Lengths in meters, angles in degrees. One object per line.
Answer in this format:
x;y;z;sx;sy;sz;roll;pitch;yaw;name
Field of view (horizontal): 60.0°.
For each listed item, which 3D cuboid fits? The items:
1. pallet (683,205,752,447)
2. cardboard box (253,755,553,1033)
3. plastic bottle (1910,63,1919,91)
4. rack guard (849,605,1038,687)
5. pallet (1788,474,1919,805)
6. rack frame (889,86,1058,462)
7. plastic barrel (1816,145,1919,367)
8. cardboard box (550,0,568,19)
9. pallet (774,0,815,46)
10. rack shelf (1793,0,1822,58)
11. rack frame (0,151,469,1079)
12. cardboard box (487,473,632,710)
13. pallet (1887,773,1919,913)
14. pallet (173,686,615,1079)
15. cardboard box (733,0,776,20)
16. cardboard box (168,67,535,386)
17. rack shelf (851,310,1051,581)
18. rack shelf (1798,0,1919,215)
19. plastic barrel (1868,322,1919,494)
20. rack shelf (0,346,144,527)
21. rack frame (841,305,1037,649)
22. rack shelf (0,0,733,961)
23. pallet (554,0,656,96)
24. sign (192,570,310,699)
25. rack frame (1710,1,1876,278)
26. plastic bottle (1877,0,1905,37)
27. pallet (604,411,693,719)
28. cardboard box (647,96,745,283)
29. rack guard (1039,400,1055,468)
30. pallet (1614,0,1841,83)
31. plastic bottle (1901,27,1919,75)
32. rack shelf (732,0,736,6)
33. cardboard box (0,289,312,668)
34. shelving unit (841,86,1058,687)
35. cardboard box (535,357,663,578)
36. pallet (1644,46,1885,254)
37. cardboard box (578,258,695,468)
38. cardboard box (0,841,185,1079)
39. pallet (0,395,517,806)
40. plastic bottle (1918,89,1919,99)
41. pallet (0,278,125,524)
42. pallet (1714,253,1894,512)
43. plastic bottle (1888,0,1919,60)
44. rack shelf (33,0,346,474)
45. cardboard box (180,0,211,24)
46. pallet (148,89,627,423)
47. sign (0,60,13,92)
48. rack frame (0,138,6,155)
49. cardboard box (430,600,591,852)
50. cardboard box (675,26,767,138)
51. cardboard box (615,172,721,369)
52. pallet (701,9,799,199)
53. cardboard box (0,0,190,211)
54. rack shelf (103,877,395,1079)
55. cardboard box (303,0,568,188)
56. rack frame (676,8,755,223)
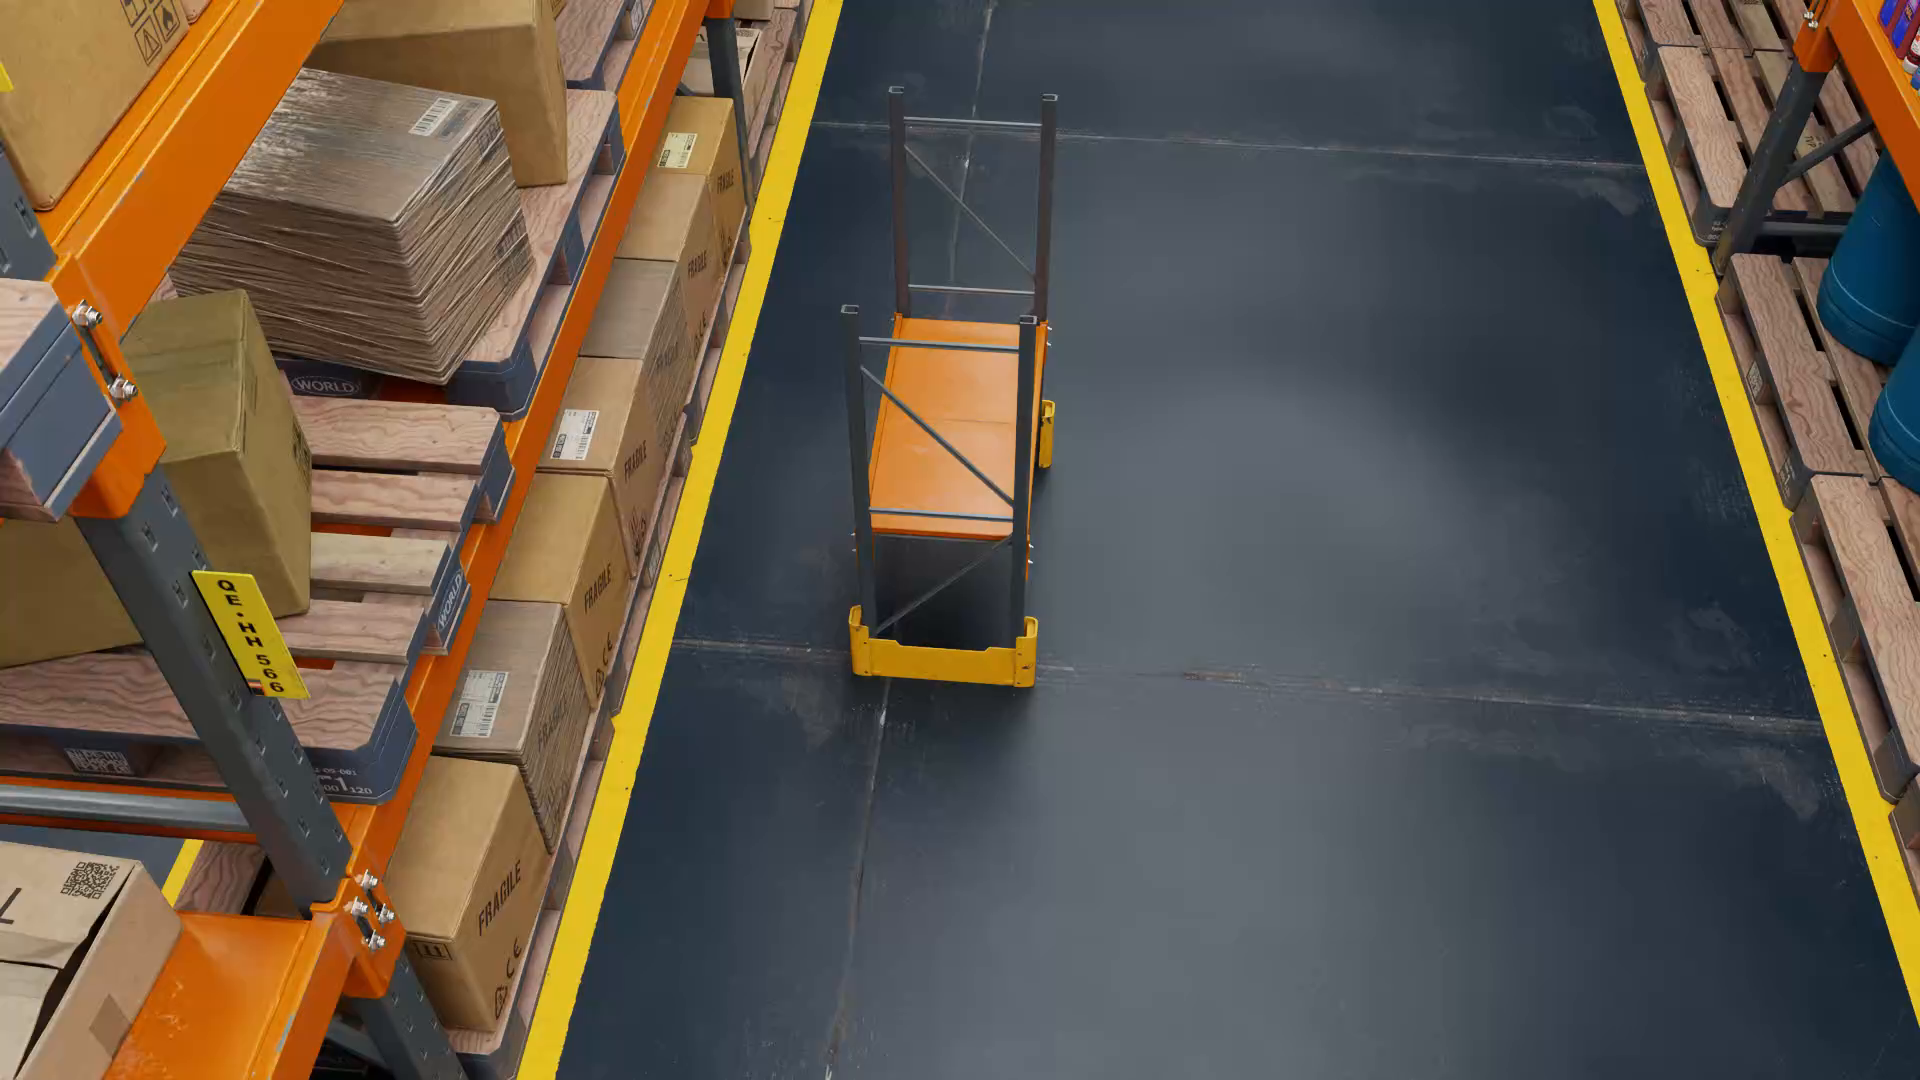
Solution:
-1.408;-0.879;6.411;1.003;0.211;1.213;4;48;4;pallet
-1.410;0.899;4.291;0.500;0.500;0.500;6;48;5;cardboard box
3.090;-1.544;5.217;0.097;0.271;0.097;0;48;0;plastic bottle
-0.052;0.338;5.272;0.587;0.250;0.087;4;48;4;rack guard
3.341;0.320;5.314;1.003;0.211;1.213;4;48;4;pallet
0.039;-0.817;5.481;0.500;1.500;0.032;4;48;4;rack frame
3.495;-1.119;5.878;0.600;0.901;0.708;4;48;4;plastic barrel
-1.637;-1.753;4.968;0.700;0.500;0.500;11;48;10;cardboard box
-1.199;-2.882;8.243;1.003;0.211;1.213;4;48;4;pallet
3.744;-3.311;7.233;1.077;0.370;4.000;4;48;4;rack shelf
-1.736;0.519;3.242;1.000;3.000;0.127;4;48;4;rack frame
-1.317;0.146;4.980;0.500;0.500;0.500;3;48;3;cardboard box
3.227;1.214;4.496;1.003;0.211;1.213;4;48;4;pallet
-1.630;0.914;4.771;1.003;0.211;1.213;4;48;4;pallet
-1.049;-2.542;7.665;0.380;0.166;0.250;4;48;4;cardboard box
-1.517;-0.786;4.084;0.700;0.500;0.500;12;49;11;cardboard box
-0.008;-0.322;5.272;0.538;0.185;1.000;4;48;4;rack shelf
3.379;-0.372;4.545;1.077;0.370;4.000;4;48;4;rack shelf
3.430;-0.599;5.402;0.600;0.901;0.708;4;48;4;plastic barrel
-1.918;1.219;1.057;1.077;0.370;4.000;4;48;4;rack shelf
-0.054;-0.070;4.798;0.500;1.500;0.032;4;48;4;rack frame
-1.553;-0.708;4.852;1.077;0.370;4.000;4;48;4;rack shelf
-1.553;-1.775;5.471;1.003;0.211;1.213;4;48;4;pallet
-1.183;0.163;2.783;0.100;0.325;0.005;4;48;4;sign
3.561;-2.084;5.623;1.000;3.000;0.127;4;48;4;rack frame
3.103;-1.804;5.446;0.061;0.283;0.133;4;48;4;plastic bottle
-1.516;0.020;5.588;1.003;0.211;1.213;4;48;4;pallet
-1.131;-1.343;6.341;0.500;0.500;0.500;4;48;3;cardboard box
0.038;-0.394;5.941;0.587;0.250;0.087;4;48;4;rack guard
3.698;-2.585;7.971;1.003;0.211;1.213;4;48;4;pallet
3.099;-1.592;5.308;0.097;0.201;0.097;0;48;0;plastic bottle
-1.189;-3.647;7.540;1.077;0.370;4.000;4;48;4;rack shelf
-1.790;-0.127;3.481;0.700;0.500;0.500;-11;48;-10;cardboard box
-0.007;-0.450;5.145;0.587;1.500;1.083;4;48;4;shelving unit
-1.274;-0.238;5.331;0.500;0.500;0.500;2;48;2;cardboard box
3.590;-1.686;7.149;1.003;0.211;1.213;4;48;4;pallet
-1.230;-0.612;5.673;0.500;0.500;0.500;4;48;4;cardboard box
-1.812;0.814;3.033;0.500;0.311;0.500;7;48;6;cardboard box
-1.744;0.081;3.773;1.213;0.211;1.003;4;48;4;pallet
3.106;-1.459;5.136;0.152;0.276;0.135;4;48;4;plastic bottle
-1.708;0.075;1.743;1.213;0.211;1.003;6;48;5;pallet
3.449;-0.579;6.136;1.003;0.211;1.213;4;48;4;pallet
3.091;-1.706;5.357;0.061;0.283;0.133;4;48;4;plastic bottle
-1.553;-1.720;3.745;1.077;0.370;4.000;4;48;4;rack shelf
-1.683;-1.224;2.737;0.910;0.500;0.500;4;48;4;cardboard box
-1.563;-0.845;4.620;1.003;0.211;1.213;4;48;4;pallet
-1.184;-0.651;1.876;0.100;0.325;0.005;4;48;4;sign
-1.736;-1.505;1.029;1.000;3.000;0.127;4;48;4;rack frame
-1.367;0.514;4.643;0.500;0.500;0.500;2;48;2;cardboard box
-1.117;-1.955;7.029;0.500;0.311;0.500;4;48;4;cardboard box
-1.184;-0.980;6.010;0.500;0.500;0.500;4;48;4;cardboard box
-1.308;-1.983;7.421;1.003;0.211;1.213;4;48;4;pallet
-1.729;-0.850;2.394;0.910;0.500;0.500;4;48;4;cardboard box
-1.918;2.232;2.164;1.077;0.370;4.000;4;48;4;rack shelf
-1.471;-1.293;4.548;0.700;0.500;0.500;-7;48;-6;cardboard box
-1.371;-2.420;5.931;1.000;3.000;0.127;4;48;4;rack frame
